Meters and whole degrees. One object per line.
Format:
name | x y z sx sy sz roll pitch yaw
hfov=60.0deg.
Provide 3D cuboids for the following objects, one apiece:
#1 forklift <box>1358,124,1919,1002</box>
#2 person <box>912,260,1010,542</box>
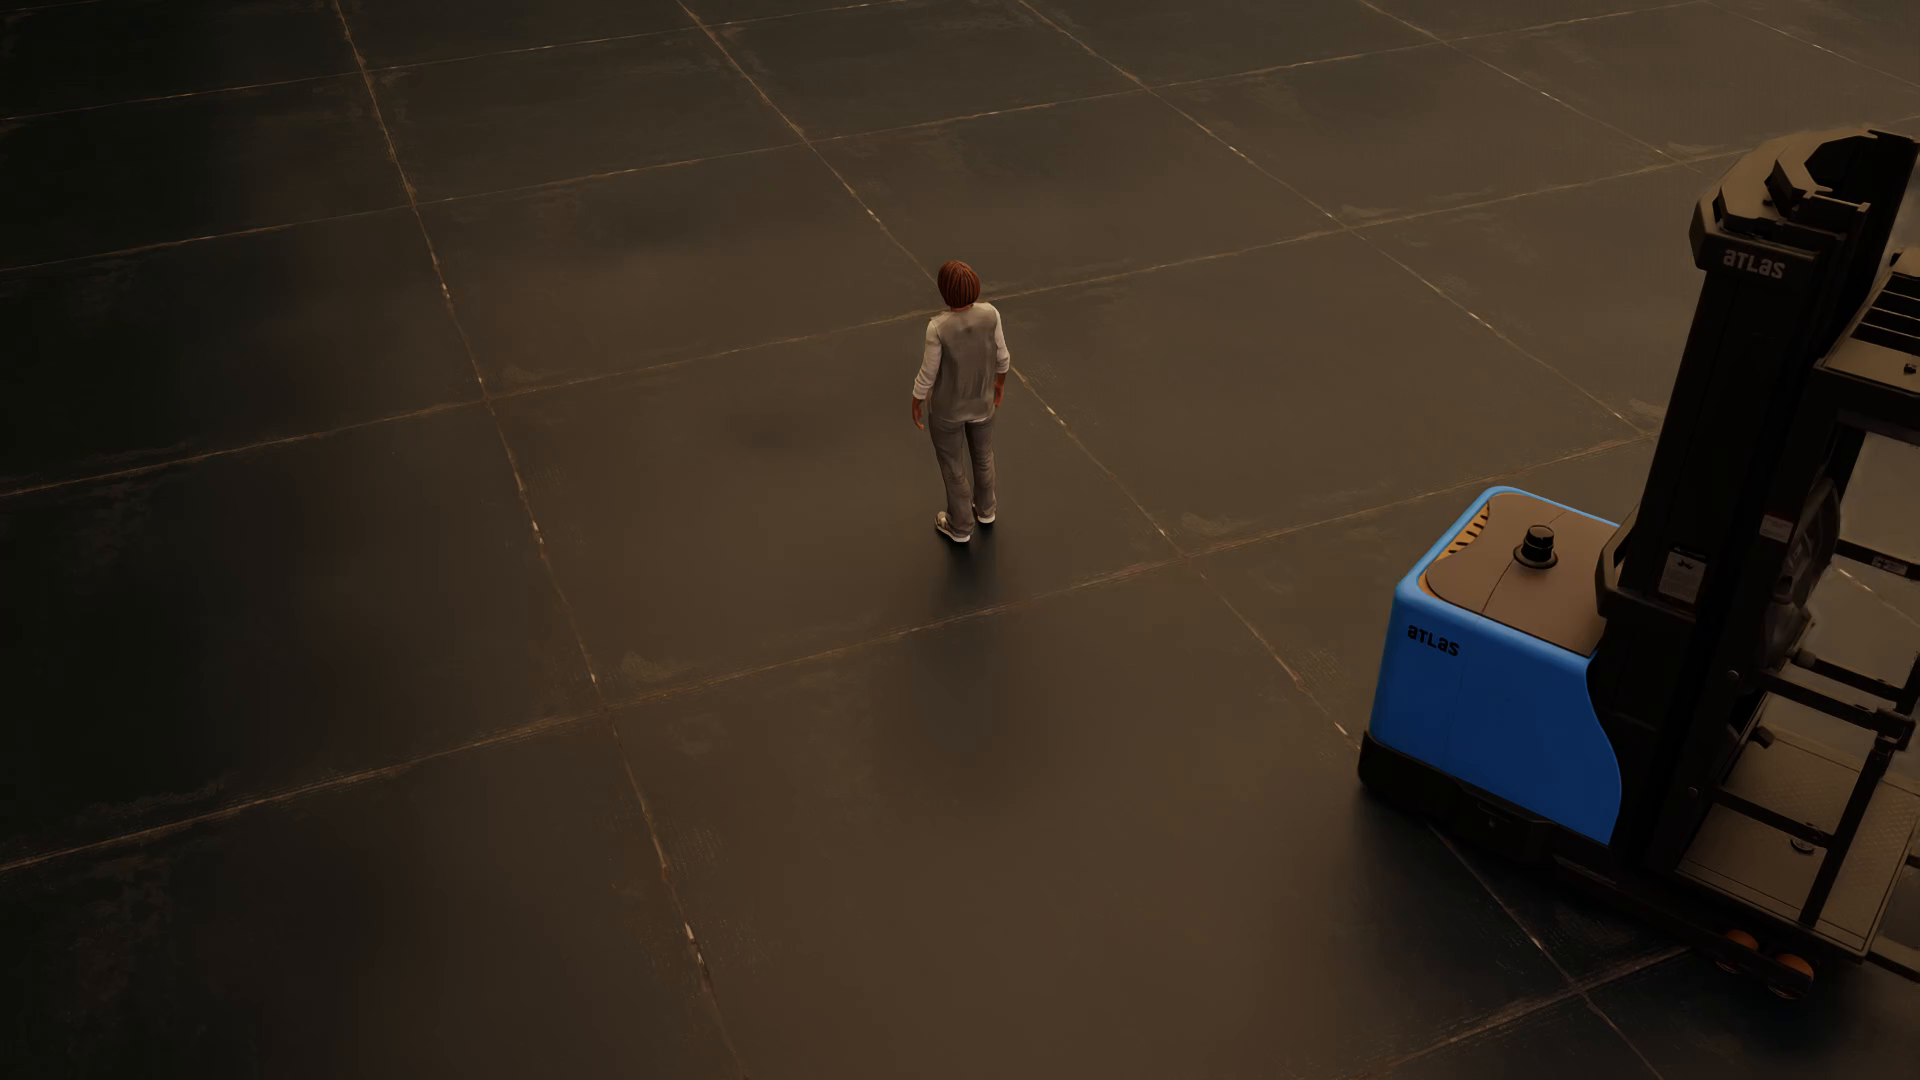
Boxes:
forklift | 3.176 0.168 5.863 3.031 2.935 1.130 24 42 30
person | -0.016 -0.700 8.221 0.520 1.599 0.473 -14 38 -19
